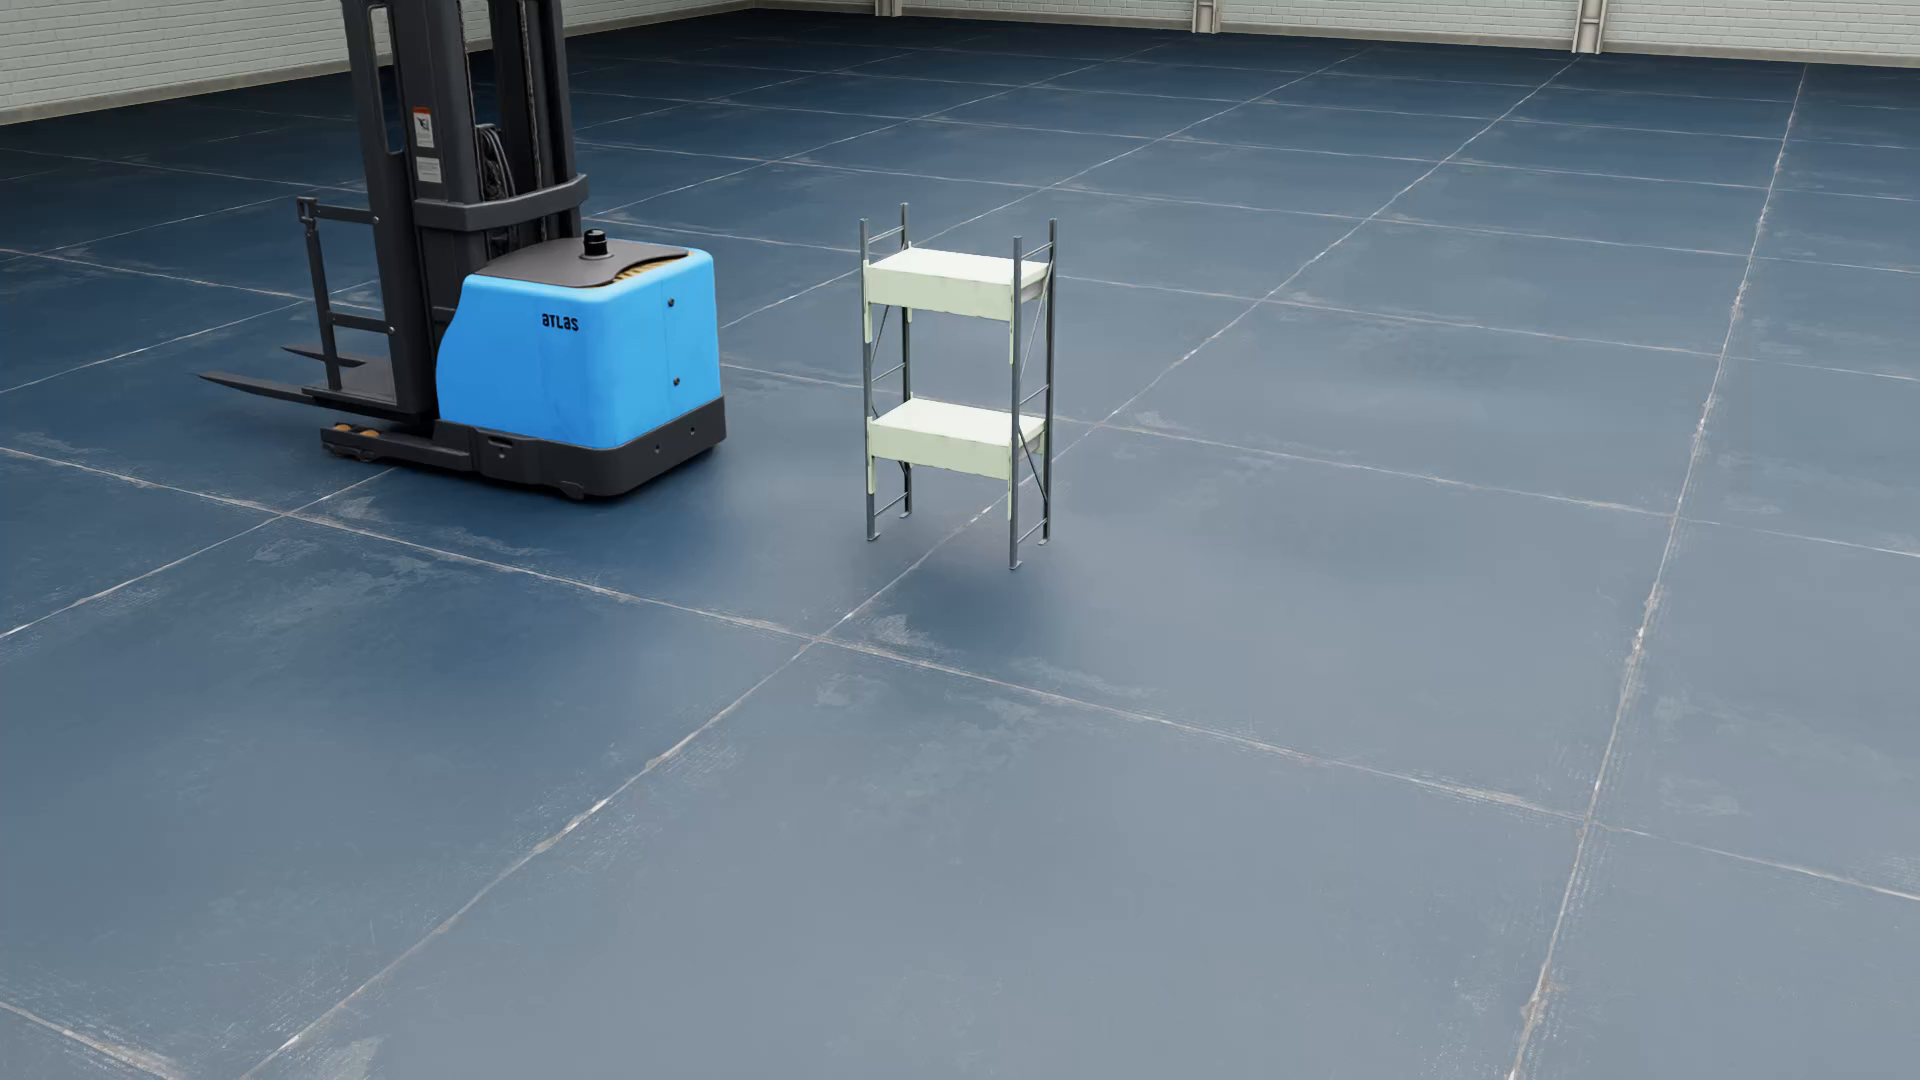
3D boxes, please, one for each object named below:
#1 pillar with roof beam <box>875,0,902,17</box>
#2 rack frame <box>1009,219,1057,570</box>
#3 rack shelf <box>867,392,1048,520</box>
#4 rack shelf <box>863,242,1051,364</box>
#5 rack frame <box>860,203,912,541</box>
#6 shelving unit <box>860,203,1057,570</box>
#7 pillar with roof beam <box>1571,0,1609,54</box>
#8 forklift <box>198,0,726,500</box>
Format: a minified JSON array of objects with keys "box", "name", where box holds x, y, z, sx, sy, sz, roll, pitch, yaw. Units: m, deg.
[{"box":[-3.226,-12.097,24.697,0.400,9.000,9.100,11,25,25],"name":"pillar with roof beam"},{"box":[0.321,-0.627,7.307,0.023,1.500,0.400,11,25,25],"name":"rack frame"},{"box":[-0.006,-0.391,7.587,0.720,0.370,0.431,11,25,25],"name":"rack shelf"},{"box":[-0.006,-1.050,7.307,0.720,0.370,0.431,11,25,25],"name":"rack shelf"},{"box":[-0.333,-0.756,7.611,0.023,1.500,0.400,11,25,25],"name":"rack frame"},{"box":[-0.006,-0.691,7.459,0.755,1.500,0.431,11,25,25],"name":"shelving unit"},{"box":[7.483,-9.978,19.714,0.400,9.000,9.100,11,25,25],"name":"pillar with roof beam"},{"box":[-2.797,-1.928,8.538,3.031,2.935,1.130,11,25,24],"name":"forklift"}]
